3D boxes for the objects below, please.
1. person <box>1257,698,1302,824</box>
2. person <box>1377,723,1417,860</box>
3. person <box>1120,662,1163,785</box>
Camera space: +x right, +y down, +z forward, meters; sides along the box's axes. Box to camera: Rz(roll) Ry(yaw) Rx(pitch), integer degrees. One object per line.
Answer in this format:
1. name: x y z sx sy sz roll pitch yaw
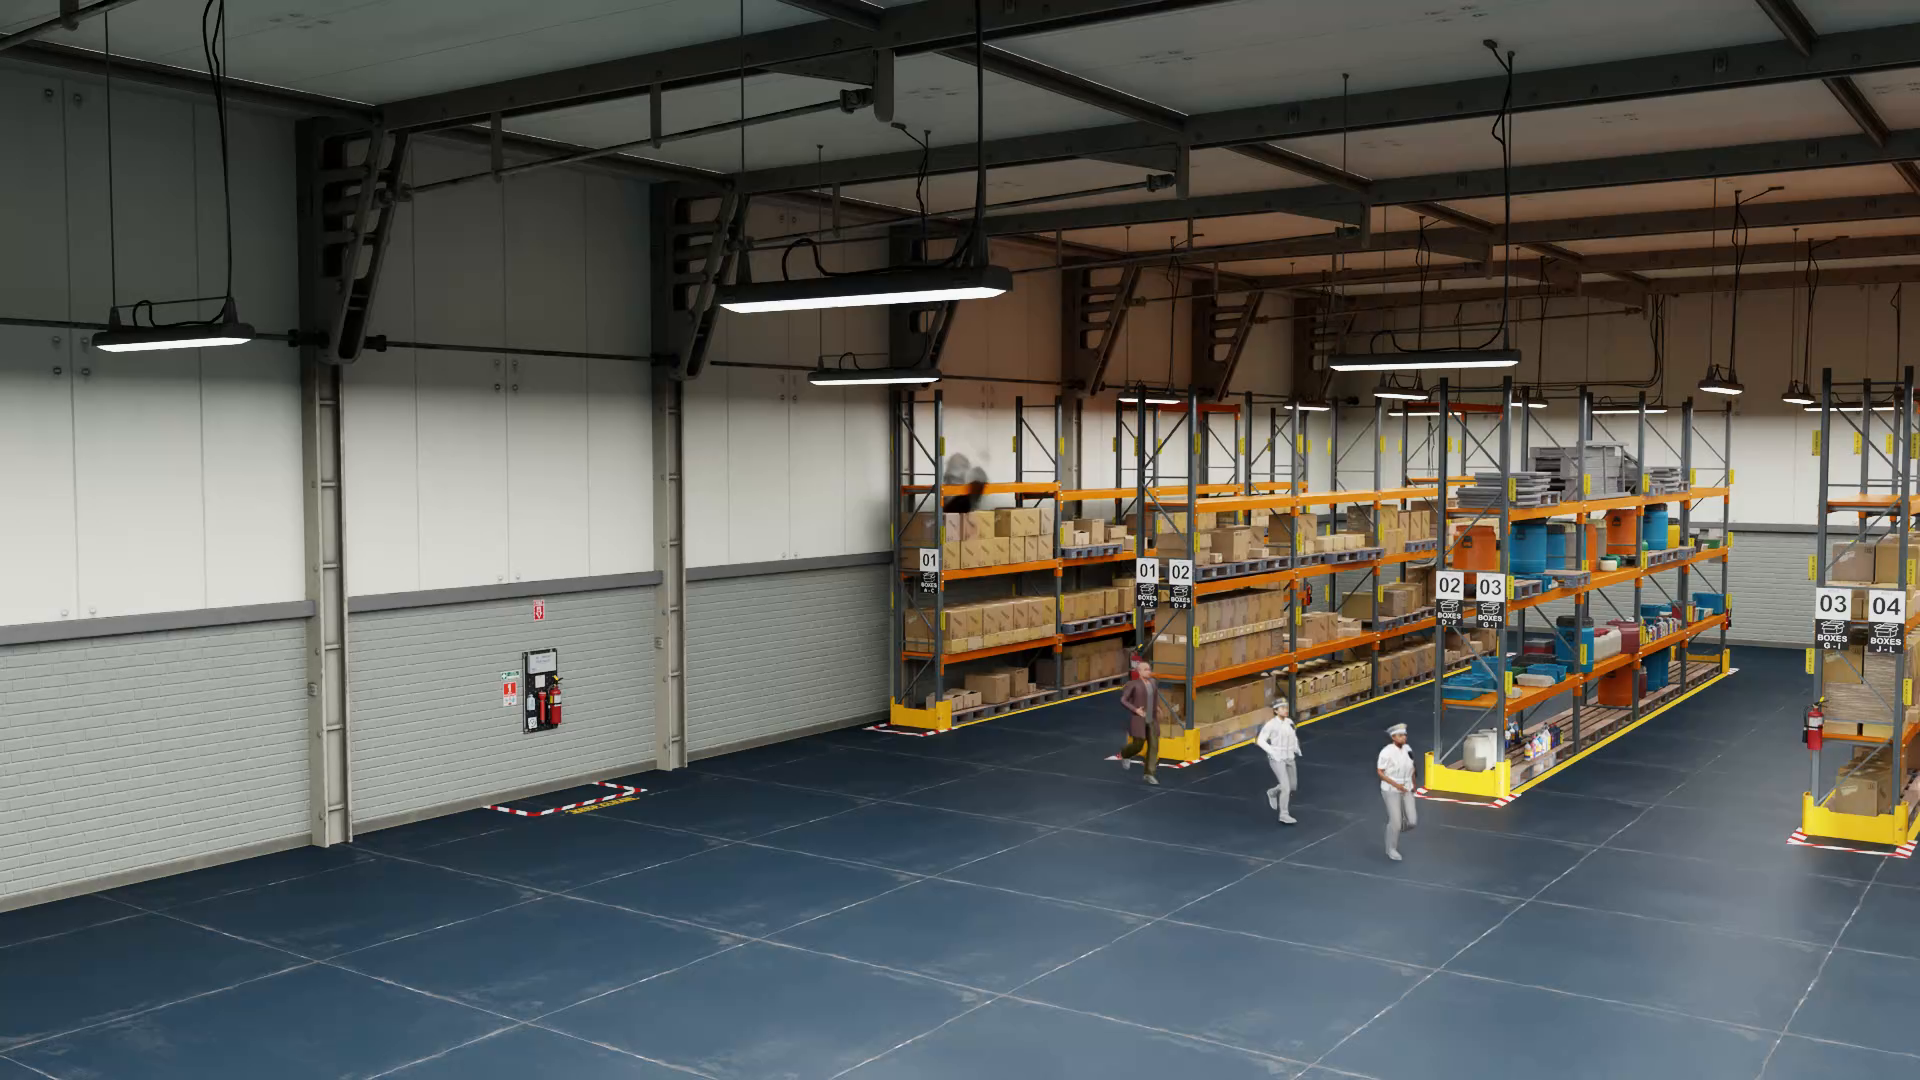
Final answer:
1. person: 4.269 2.927 22.241 0.611 1.639 0.666 -2 4 -28
2. person: 5.337 3.042 20.208 0.603 1.663 0.584 -1 3 -23
3. person: 2.737 2.757 24.884 0.732 1.688 0.987 -1 4 -25
